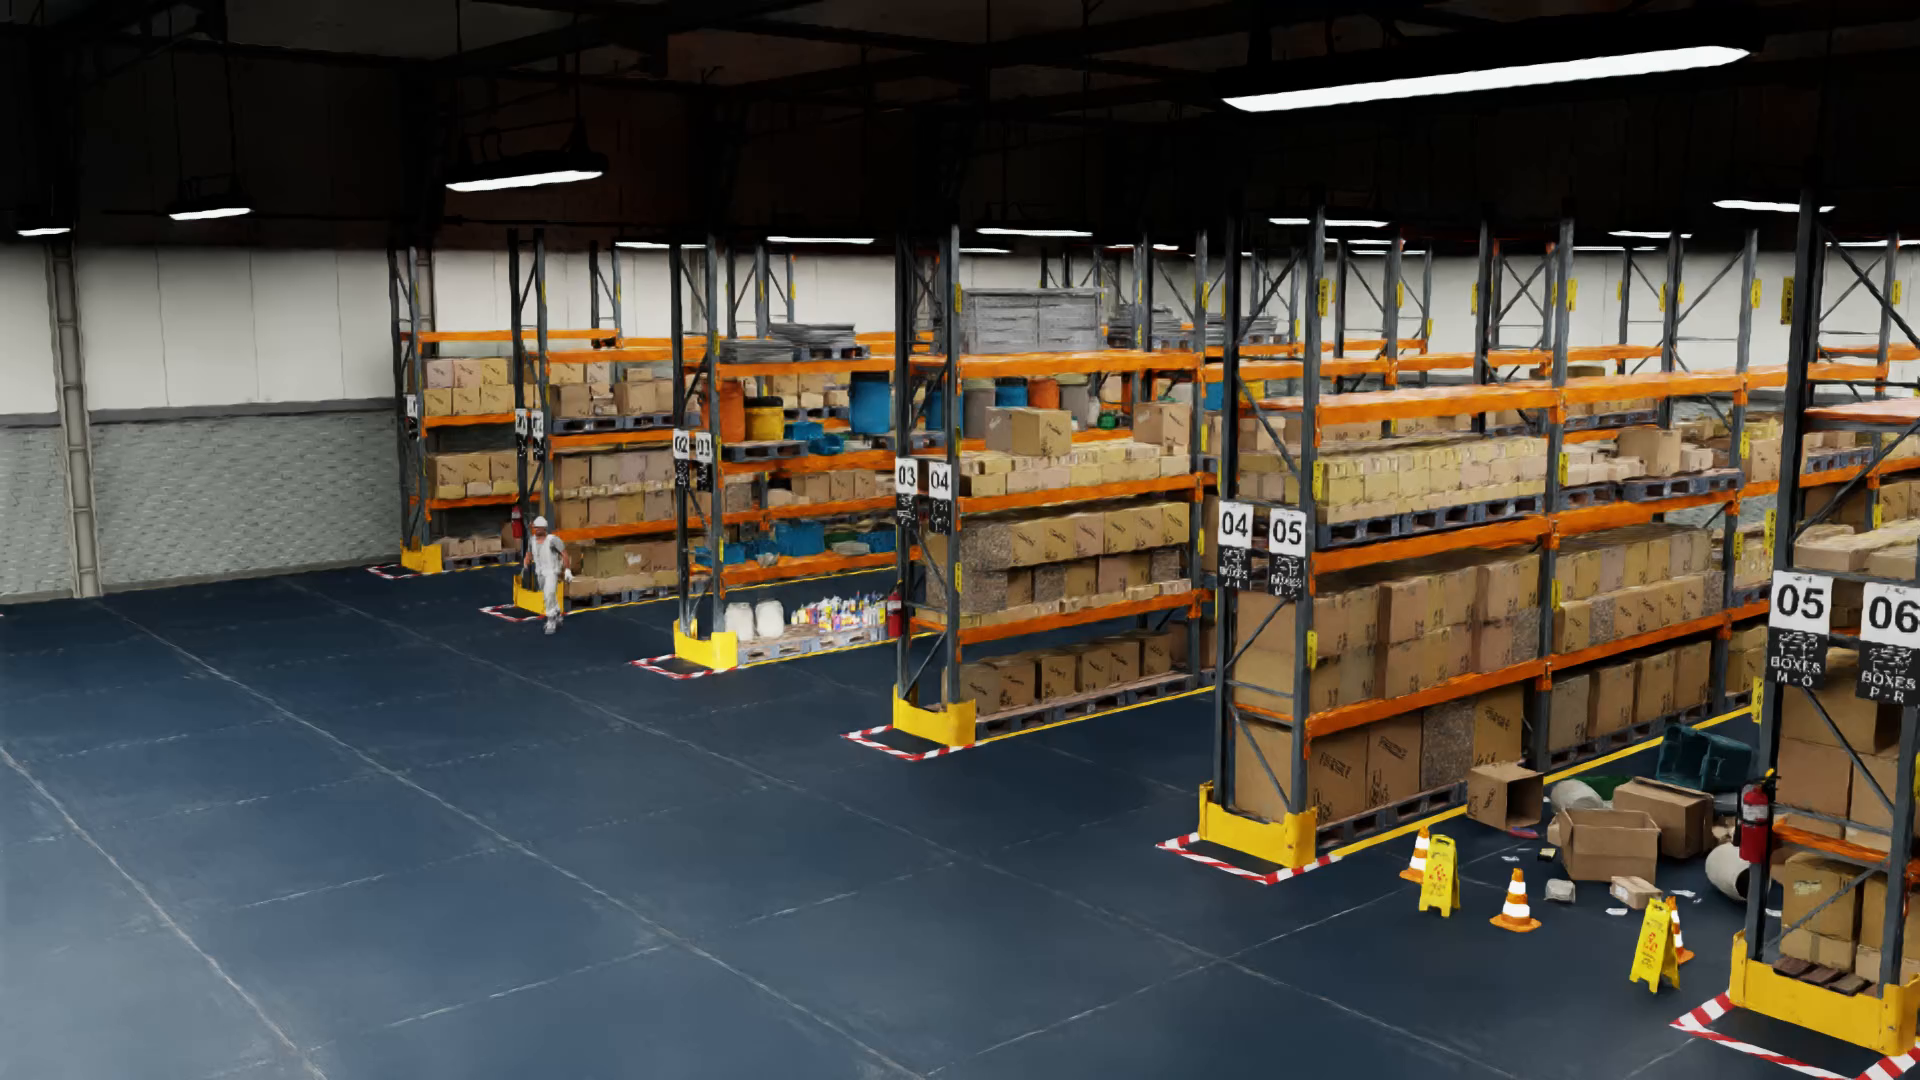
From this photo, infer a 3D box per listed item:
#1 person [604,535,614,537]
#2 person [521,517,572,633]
[{"bbox_3d":[-6.510,-0.409,30.729,0.704,1.711,0.835,5,10,32],"label":"person"},{"bbox_3d":[-6.159,0.498,24.834,0.671,1.727,0.773,5,10,29],"label":"person"}]
